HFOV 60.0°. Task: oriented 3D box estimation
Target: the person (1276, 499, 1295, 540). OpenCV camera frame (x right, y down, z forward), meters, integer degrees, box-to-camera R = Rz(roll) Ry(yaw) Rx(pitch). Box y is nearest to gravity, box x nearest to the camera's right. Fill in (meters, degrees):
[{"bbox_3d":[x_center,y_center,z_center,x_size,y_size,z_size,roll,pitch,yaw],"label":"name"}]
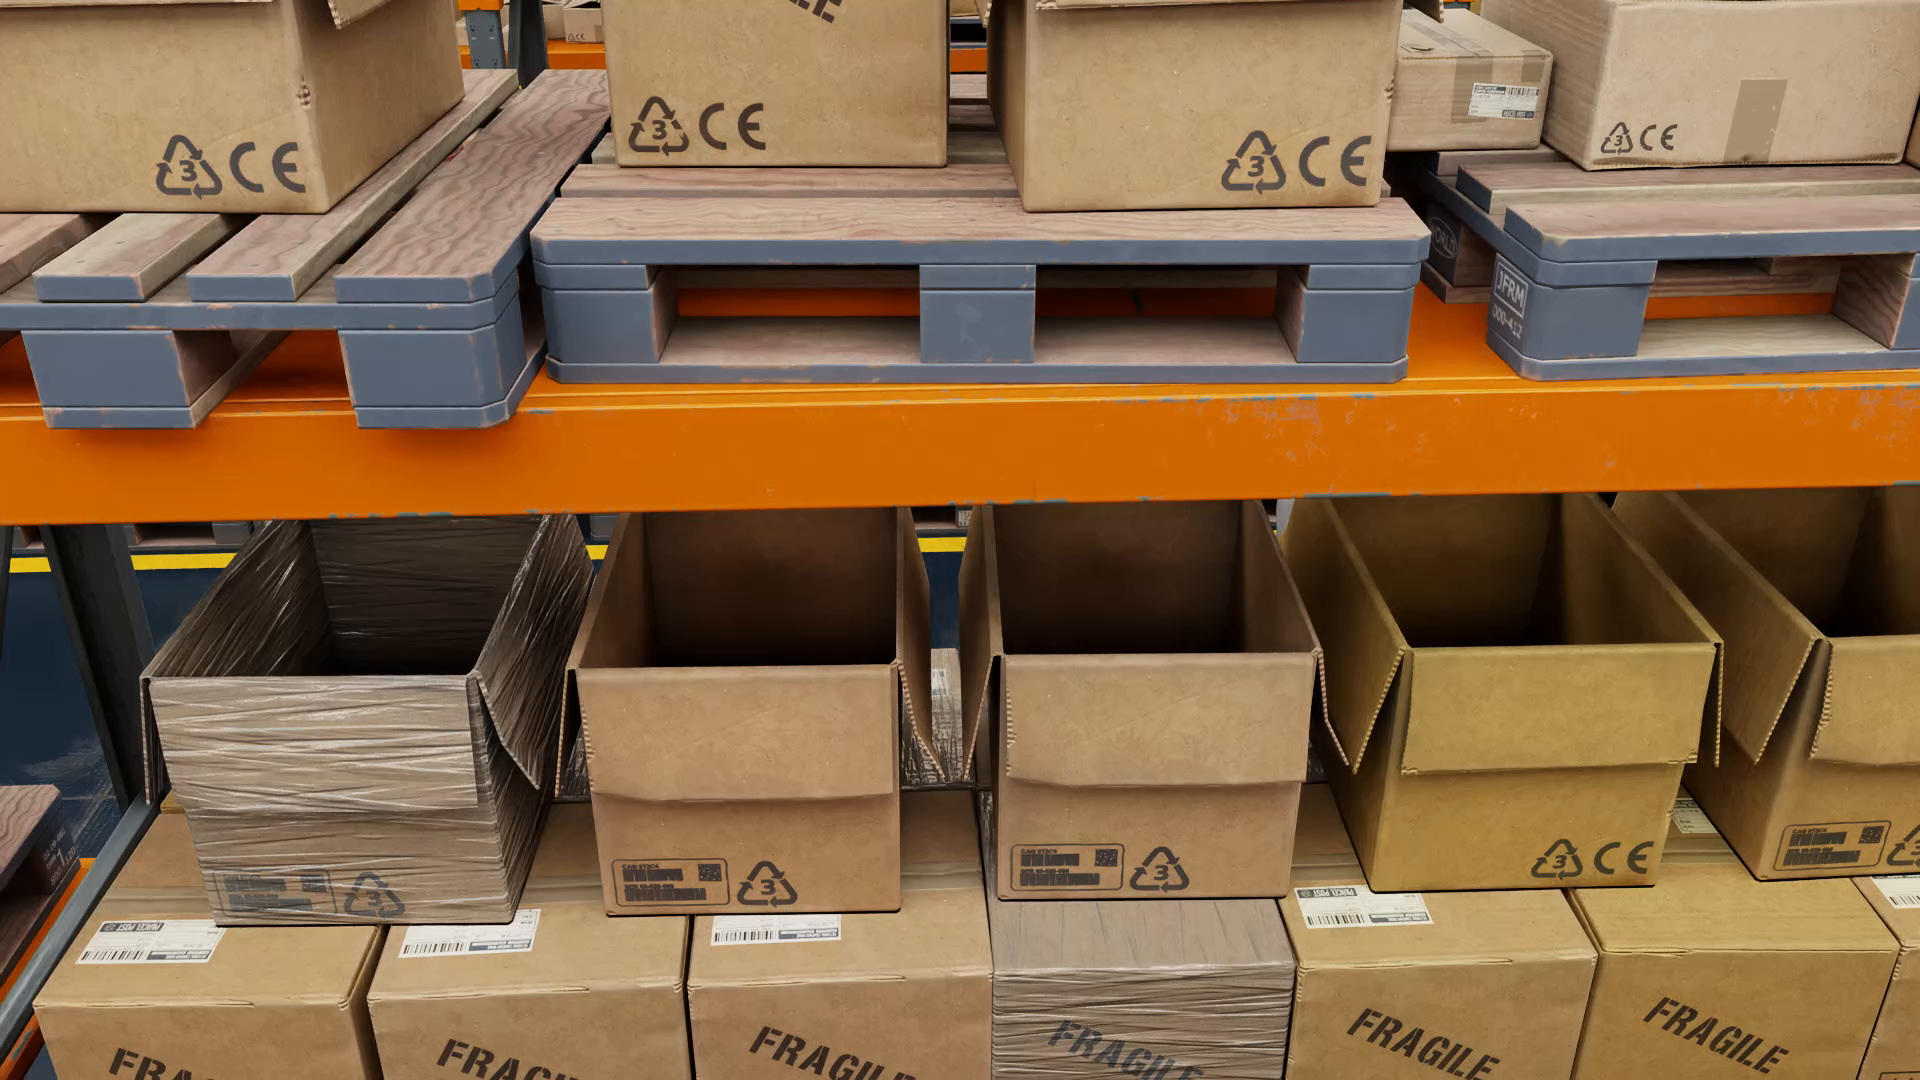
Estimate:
[{"bbox_3d":[1.313,0.065,5.997,0.356,1.673,0.487,-1,28,-2],"label":"person"}]
